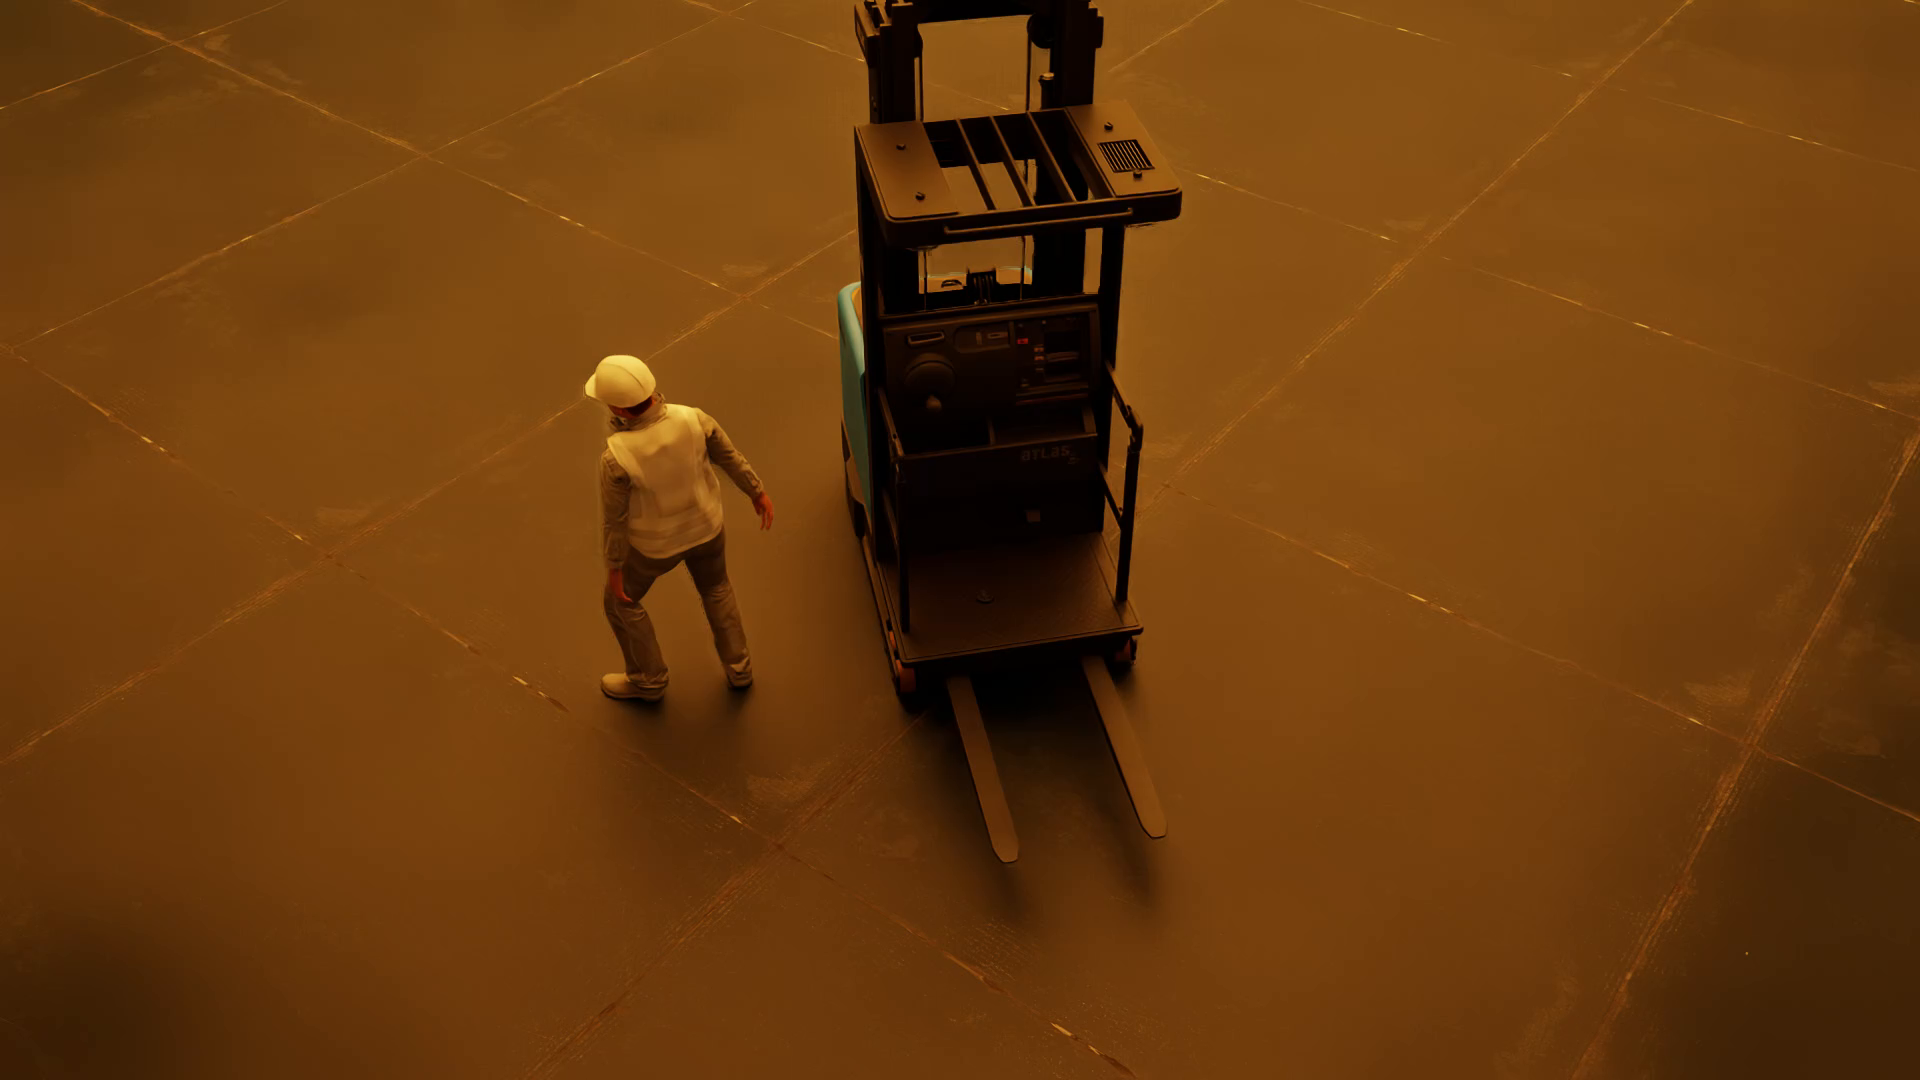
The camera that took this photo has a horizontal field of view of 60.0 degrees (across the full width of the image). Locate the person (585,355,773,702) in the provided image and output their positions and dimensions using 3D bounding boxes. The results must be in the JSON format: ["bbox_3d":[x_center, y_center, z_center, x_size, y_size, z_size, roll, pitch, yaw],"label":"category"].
[{"bbox_3d":[-1.209,-0.046,7.096,0.852,1.748,0.472,-21,45,-23],"label":"person"}]

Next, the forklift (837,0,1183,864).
[{"bbox_3d":[0.186,-0.686,6.878,1.130,2.935,3.031,-8,41,-9],"label":"forklift"}]
